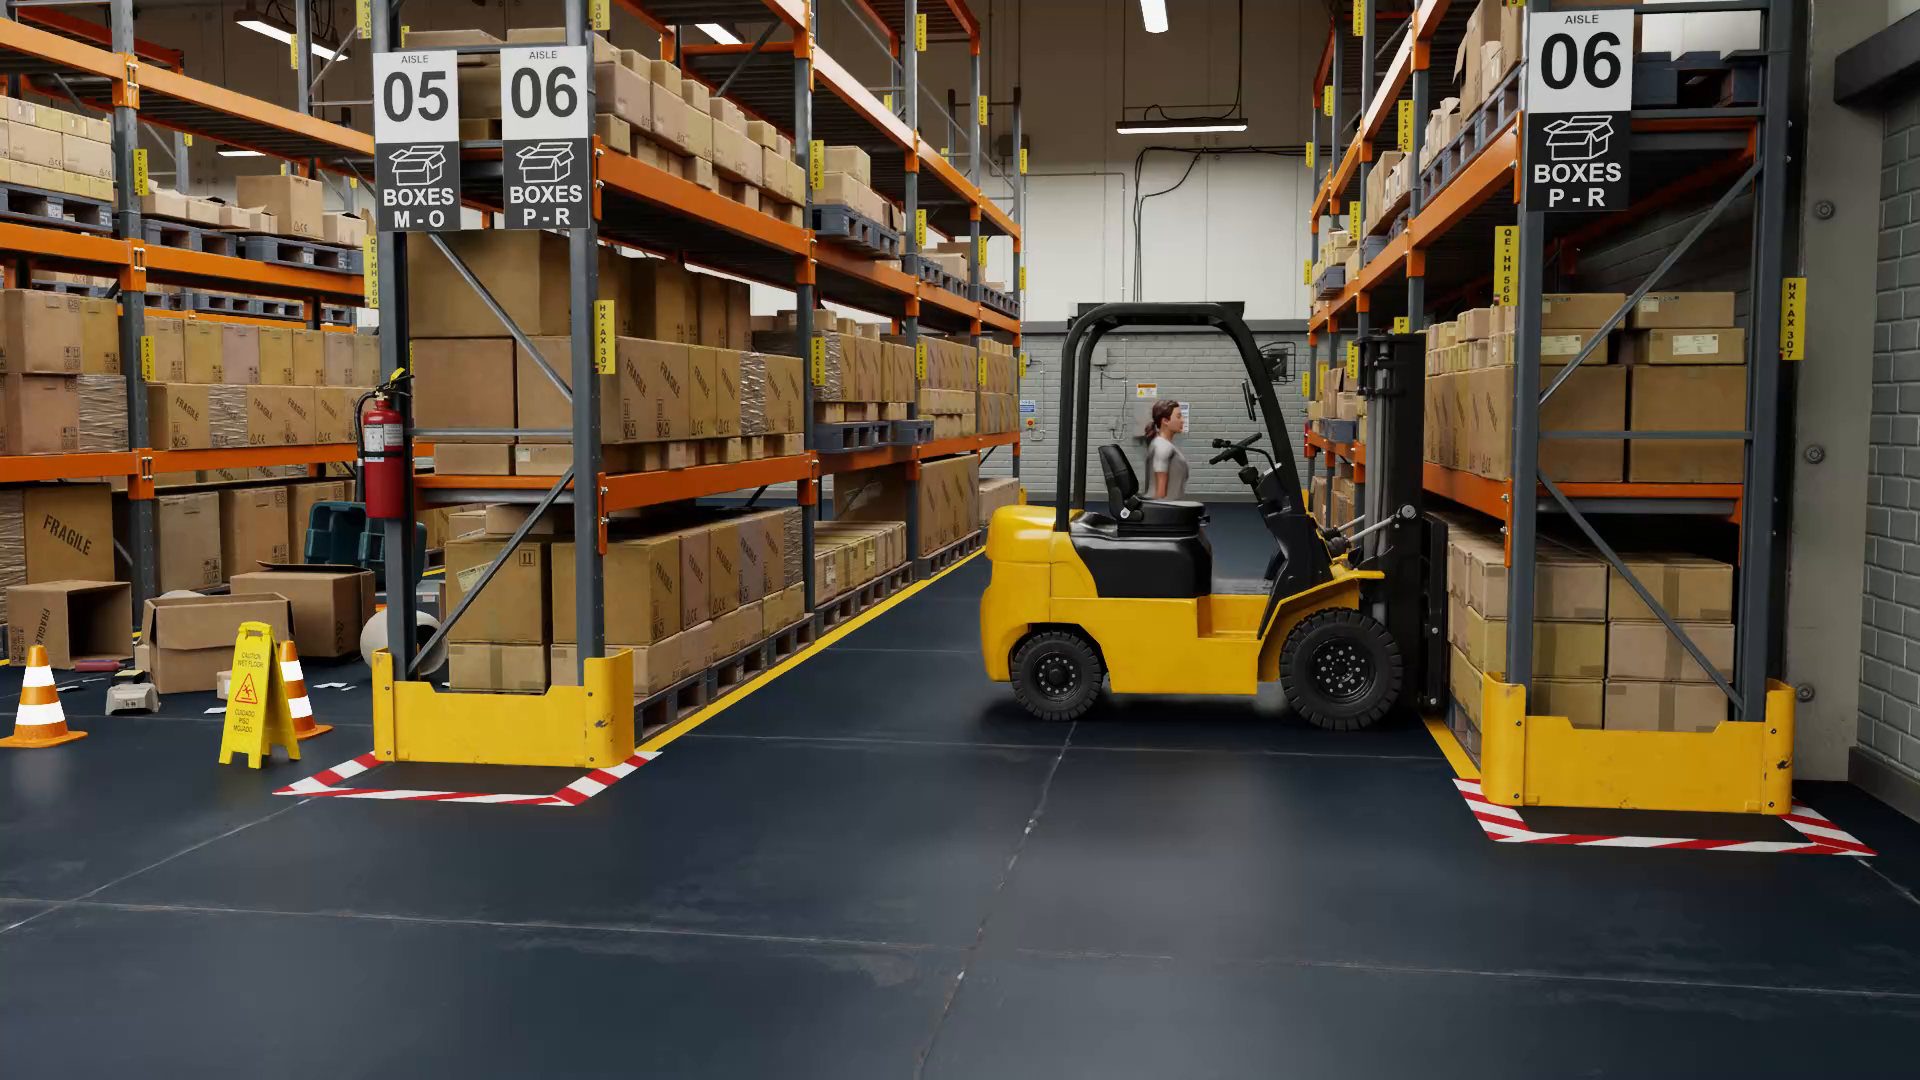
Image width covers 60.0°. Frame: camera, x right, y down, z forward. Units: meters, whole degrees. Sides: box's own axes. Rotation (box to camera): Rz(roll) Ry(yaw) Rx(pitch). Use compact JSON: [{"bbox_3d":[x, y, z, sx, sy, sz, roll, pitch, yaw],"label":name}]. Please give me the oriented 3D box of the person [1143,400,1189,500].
[{"bbox_3d":[1.351,-0.144,11.617,0.497,1.668,0.449,0,5,1],"label":"person"}]
